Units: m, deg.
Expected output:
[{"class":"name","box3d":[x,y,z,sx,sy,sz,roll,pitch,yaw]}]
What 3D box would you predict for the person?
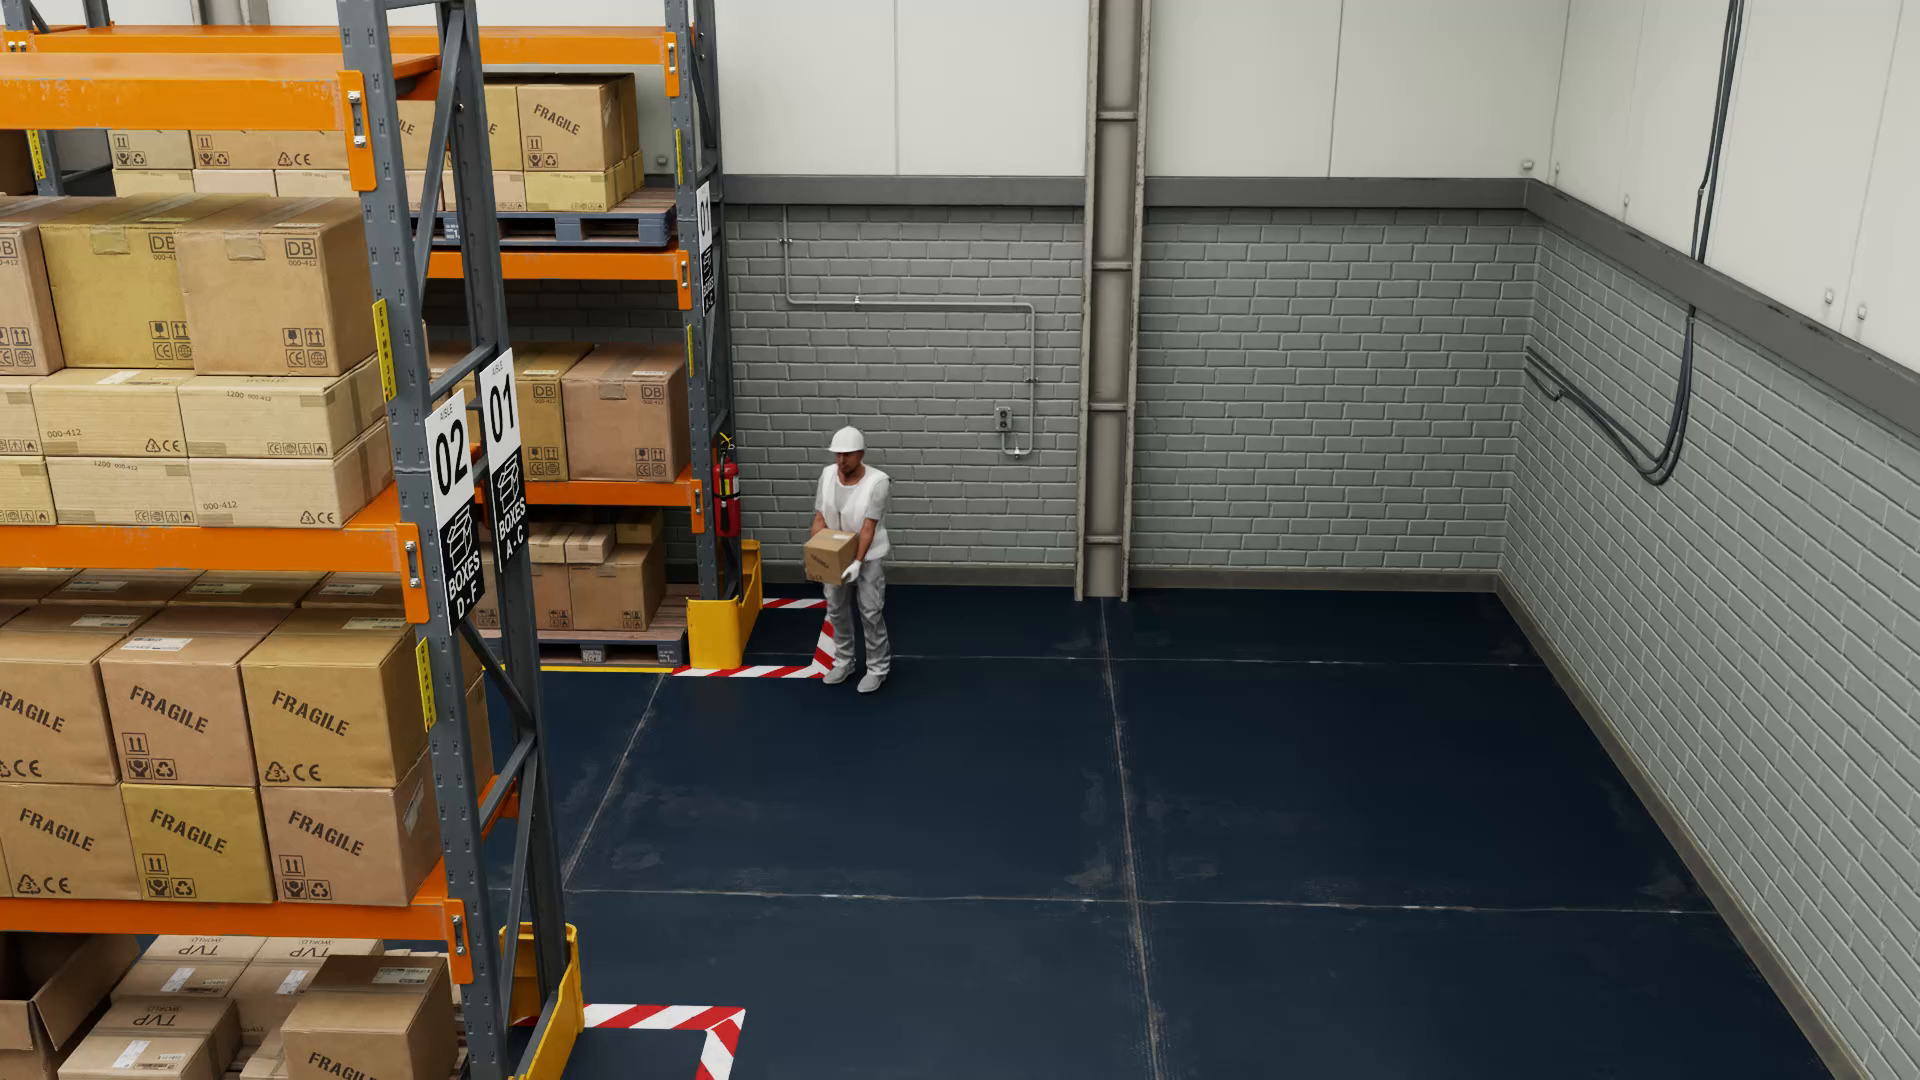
[{"class":"person","box3d":[-0.713,0.135,10.700,0.490,1.776,0.595,11,23,26]}]
